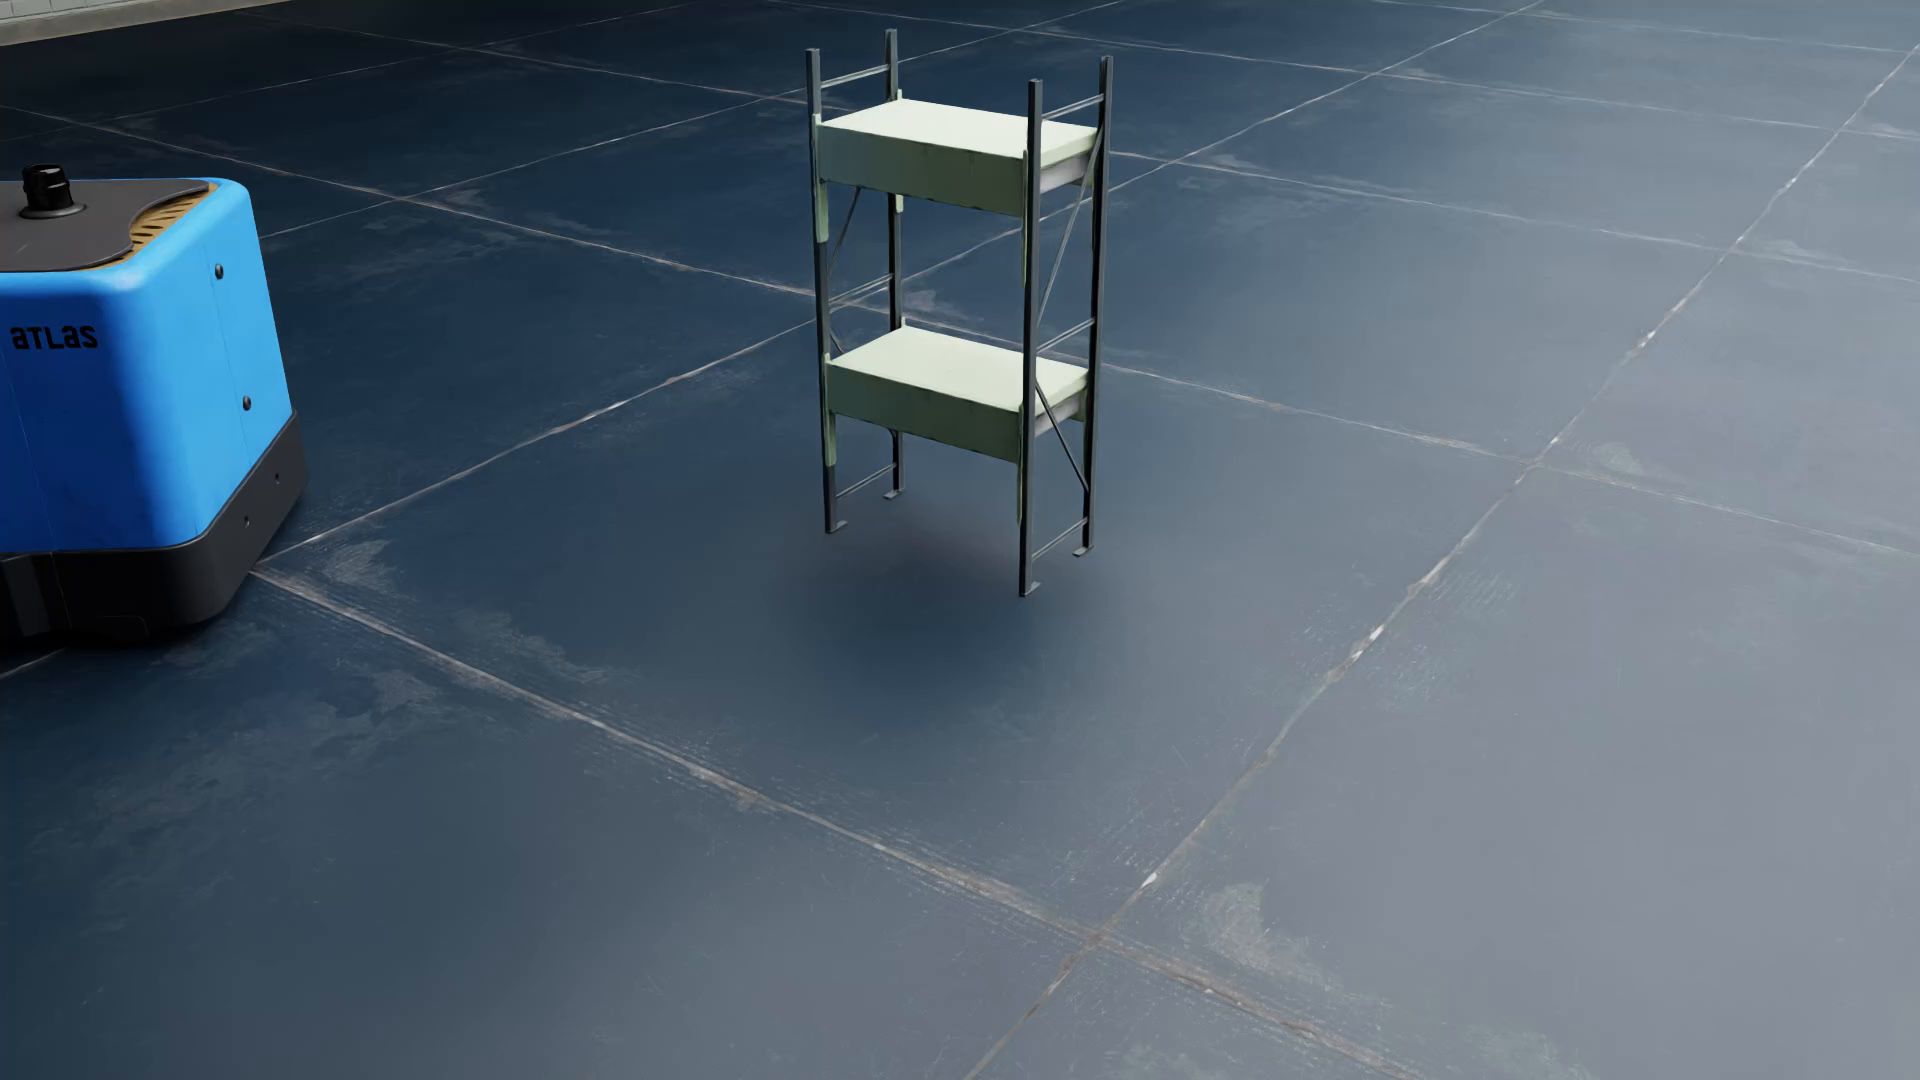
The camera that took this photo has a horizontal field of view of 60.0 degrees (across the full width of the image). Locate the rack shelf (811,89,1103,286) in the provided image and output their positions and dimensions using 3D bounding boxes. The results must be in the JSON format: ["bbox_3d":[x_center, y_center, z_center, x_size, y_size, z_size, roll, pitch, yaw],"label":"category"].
[{"bbox_3d":[-0.006,-1.018,4.736,0.720,0.370,0.431,17,32,30],"label":"rack shelf"}]

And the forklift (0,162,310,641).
[{"bbox_3d":[-3.622,-1.196,4.368,3.031,2.935,1.130,-2,27,-3],"label":"forklift"}]

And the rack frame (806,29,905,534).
[{"bbox_3d":[-0.307,-0.764,5.098,0.023,1.500,0.400,17,32,30],"label":"rack frame"}]

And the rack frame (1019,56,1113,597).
[{"bbox_3d":[0.296,-0.576,4.729,0.023,1.500,0.400,17,32,30],"label":"rack frame"}]

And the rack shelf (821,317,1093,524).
[{"bbox_3d":[-0.006,-0.380,5.061,0.720,0.370,0.431,17,32,30],"label":"rack shelf"}]

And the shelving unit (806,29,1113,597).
[{"bbox_3d":[-0.006,-0.670,4.913,0.755,1.500,0.431,17,32,30],"label":"shelving unit"}]
